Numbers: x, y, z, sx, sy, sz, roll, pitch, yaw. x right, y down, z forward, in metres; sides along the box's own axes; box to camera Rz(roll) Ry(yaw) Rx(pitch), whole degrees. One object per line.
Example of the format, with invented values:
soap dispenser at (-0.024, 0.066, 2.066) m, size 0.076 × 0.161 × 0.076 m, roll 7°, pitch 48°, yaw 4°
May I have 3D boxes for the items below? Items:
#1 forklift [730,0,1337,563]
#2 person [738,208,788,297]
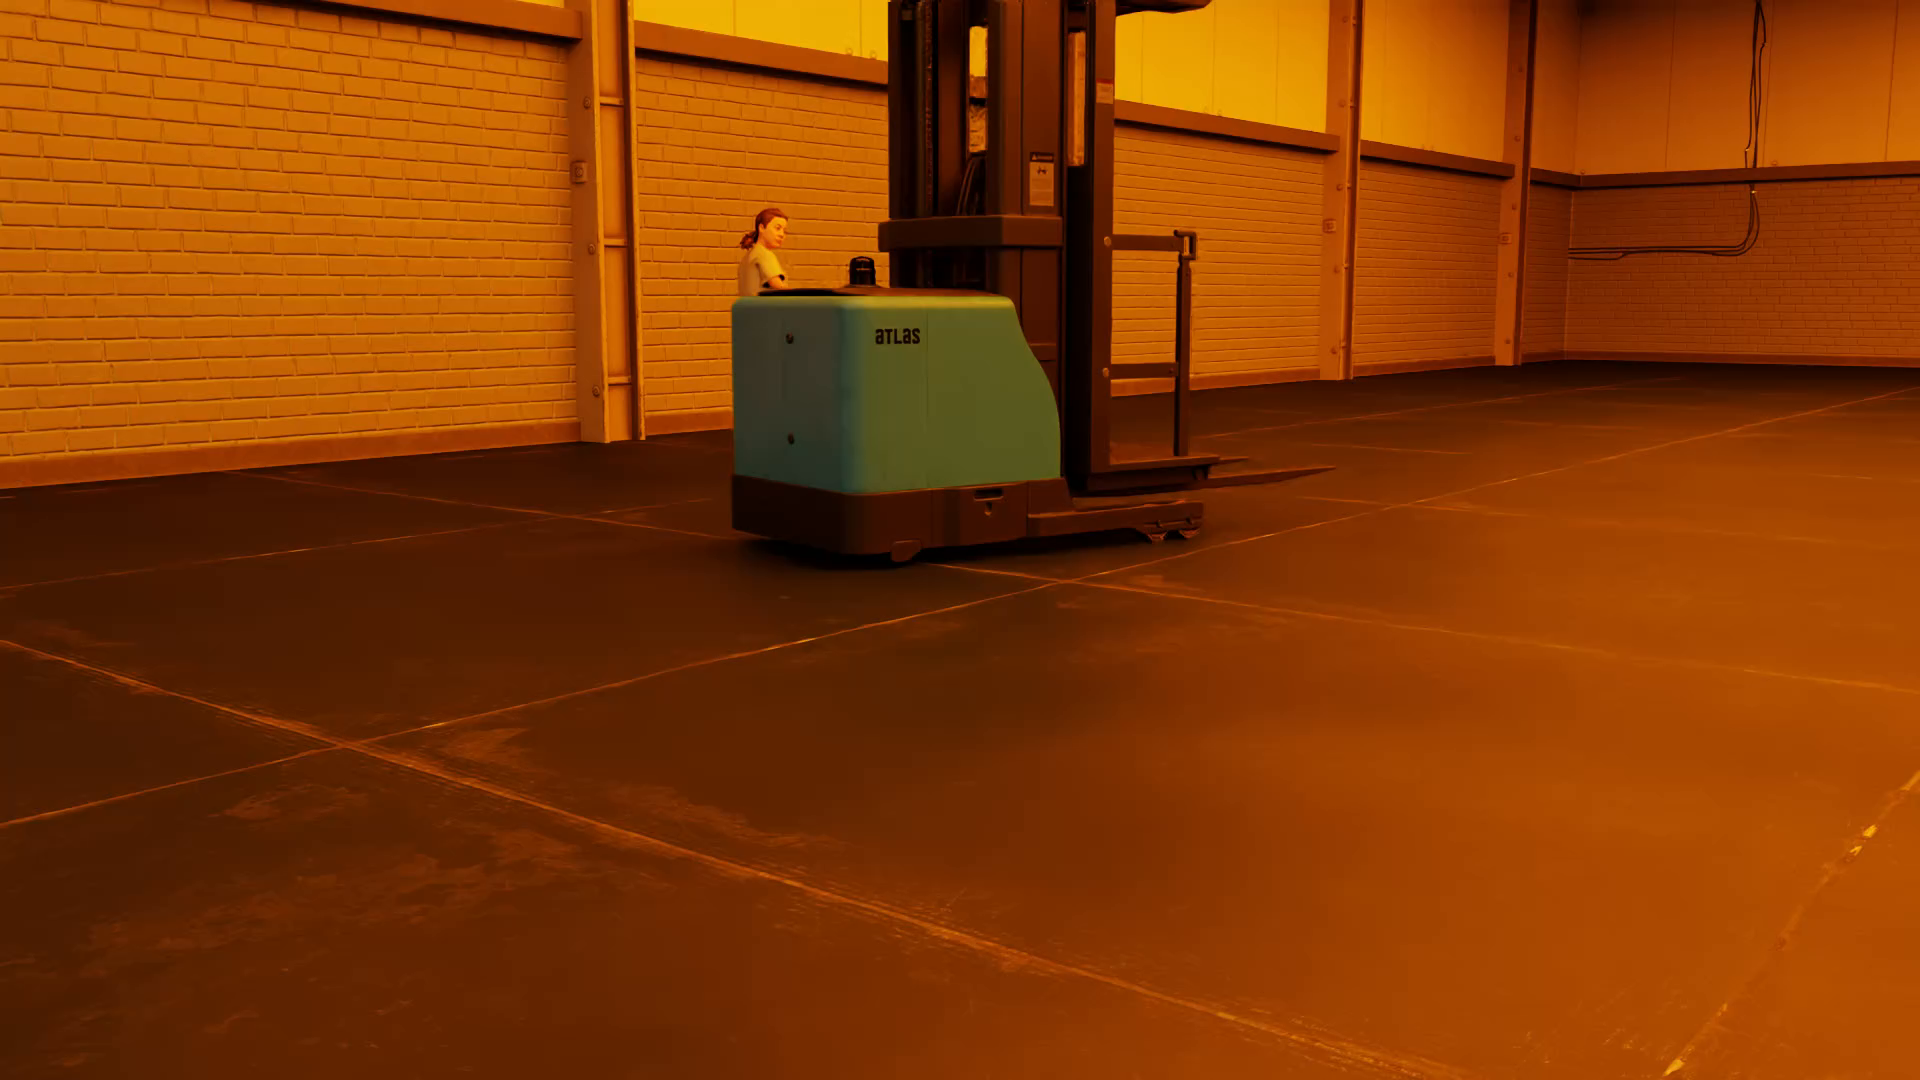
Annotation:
forklift at (0.487, -1.505, 7.567) m, size 3.031 × 2.935 × 1.130 m, roll -6°, pitch 10°, yaw -36°
person at (-1.147, -1.221, 10.246) m, size 0.473 × 1.620 × 0.660 m, roll -6°, pitch 10°, yaw -35°
